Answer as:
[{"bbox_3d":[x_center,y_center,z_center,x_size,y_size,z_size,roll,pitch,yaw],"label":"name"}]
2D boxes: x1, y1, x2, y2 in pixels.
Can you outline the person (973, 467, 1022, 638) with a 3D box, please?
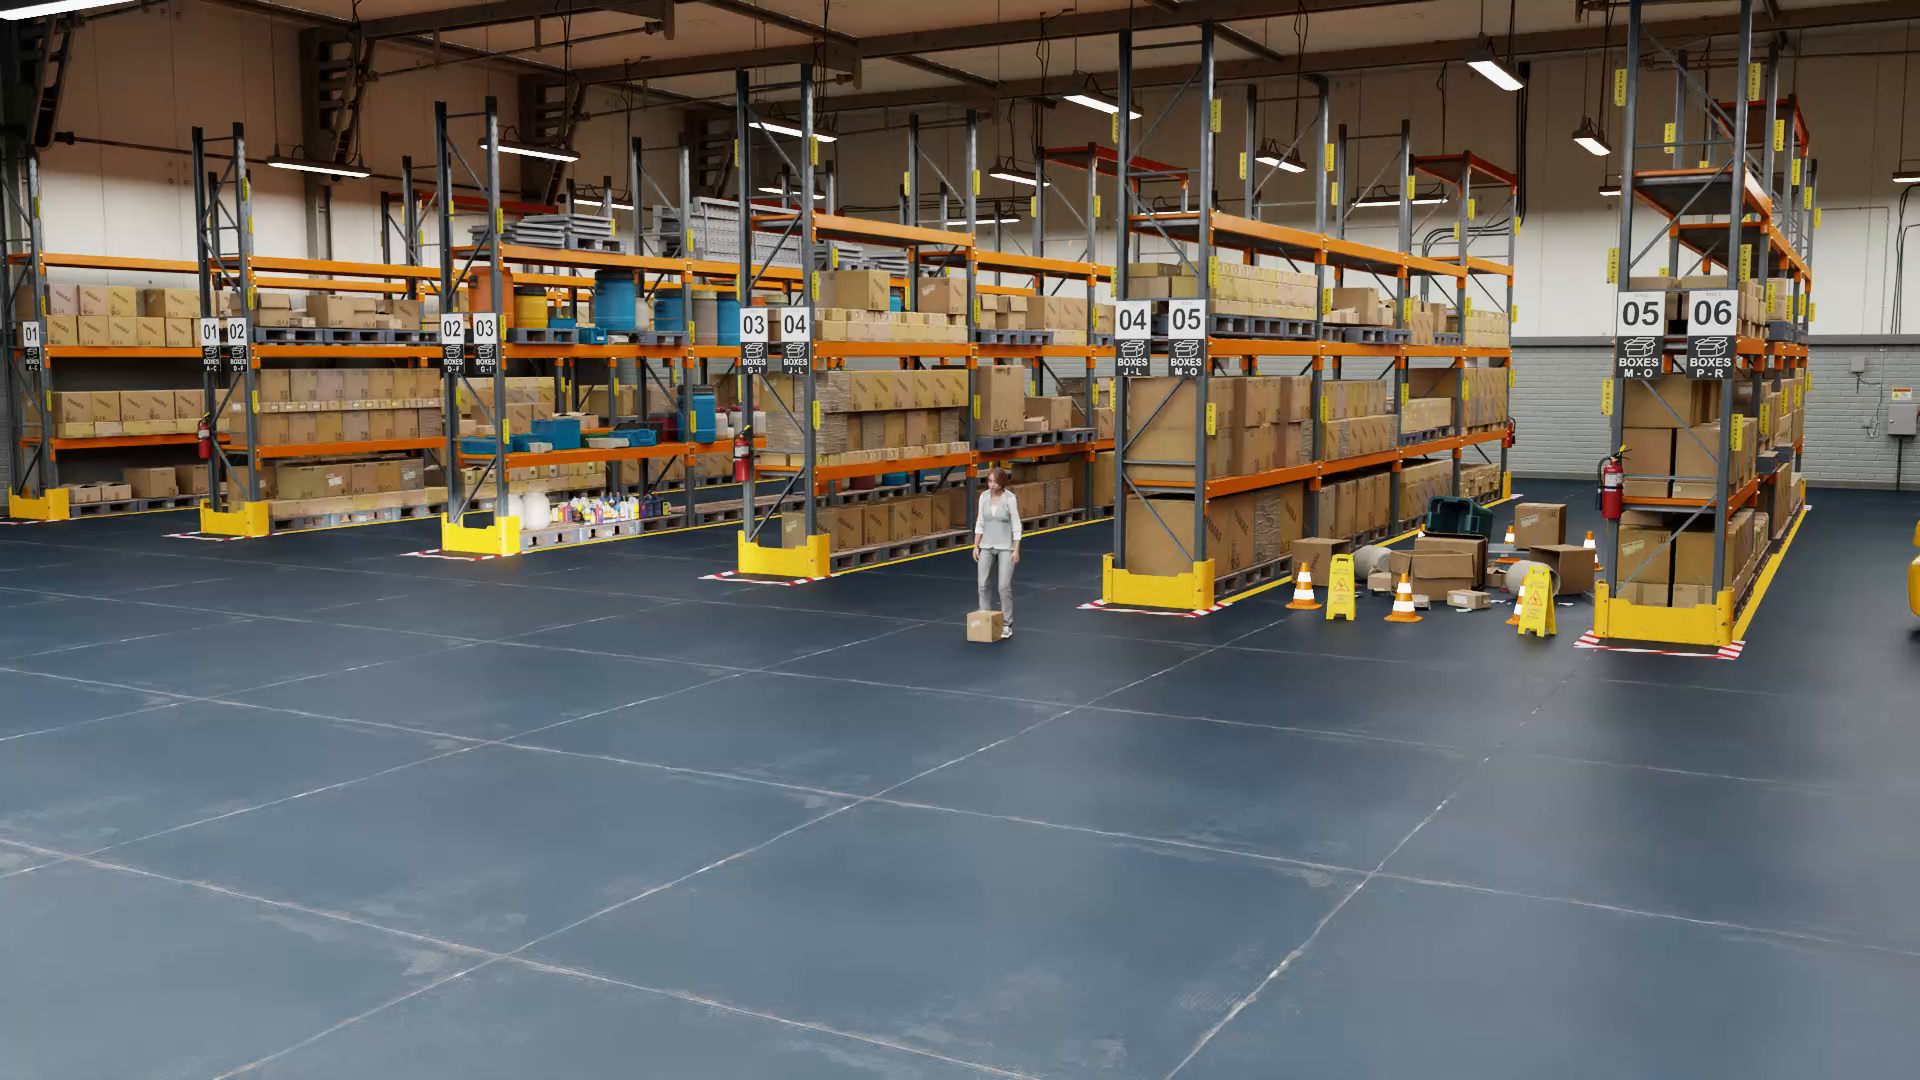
[{"bbox_3d":[0.343,0.109,15.553,0.485,1.593,0.342,3,7,25],"label":"person"}]
